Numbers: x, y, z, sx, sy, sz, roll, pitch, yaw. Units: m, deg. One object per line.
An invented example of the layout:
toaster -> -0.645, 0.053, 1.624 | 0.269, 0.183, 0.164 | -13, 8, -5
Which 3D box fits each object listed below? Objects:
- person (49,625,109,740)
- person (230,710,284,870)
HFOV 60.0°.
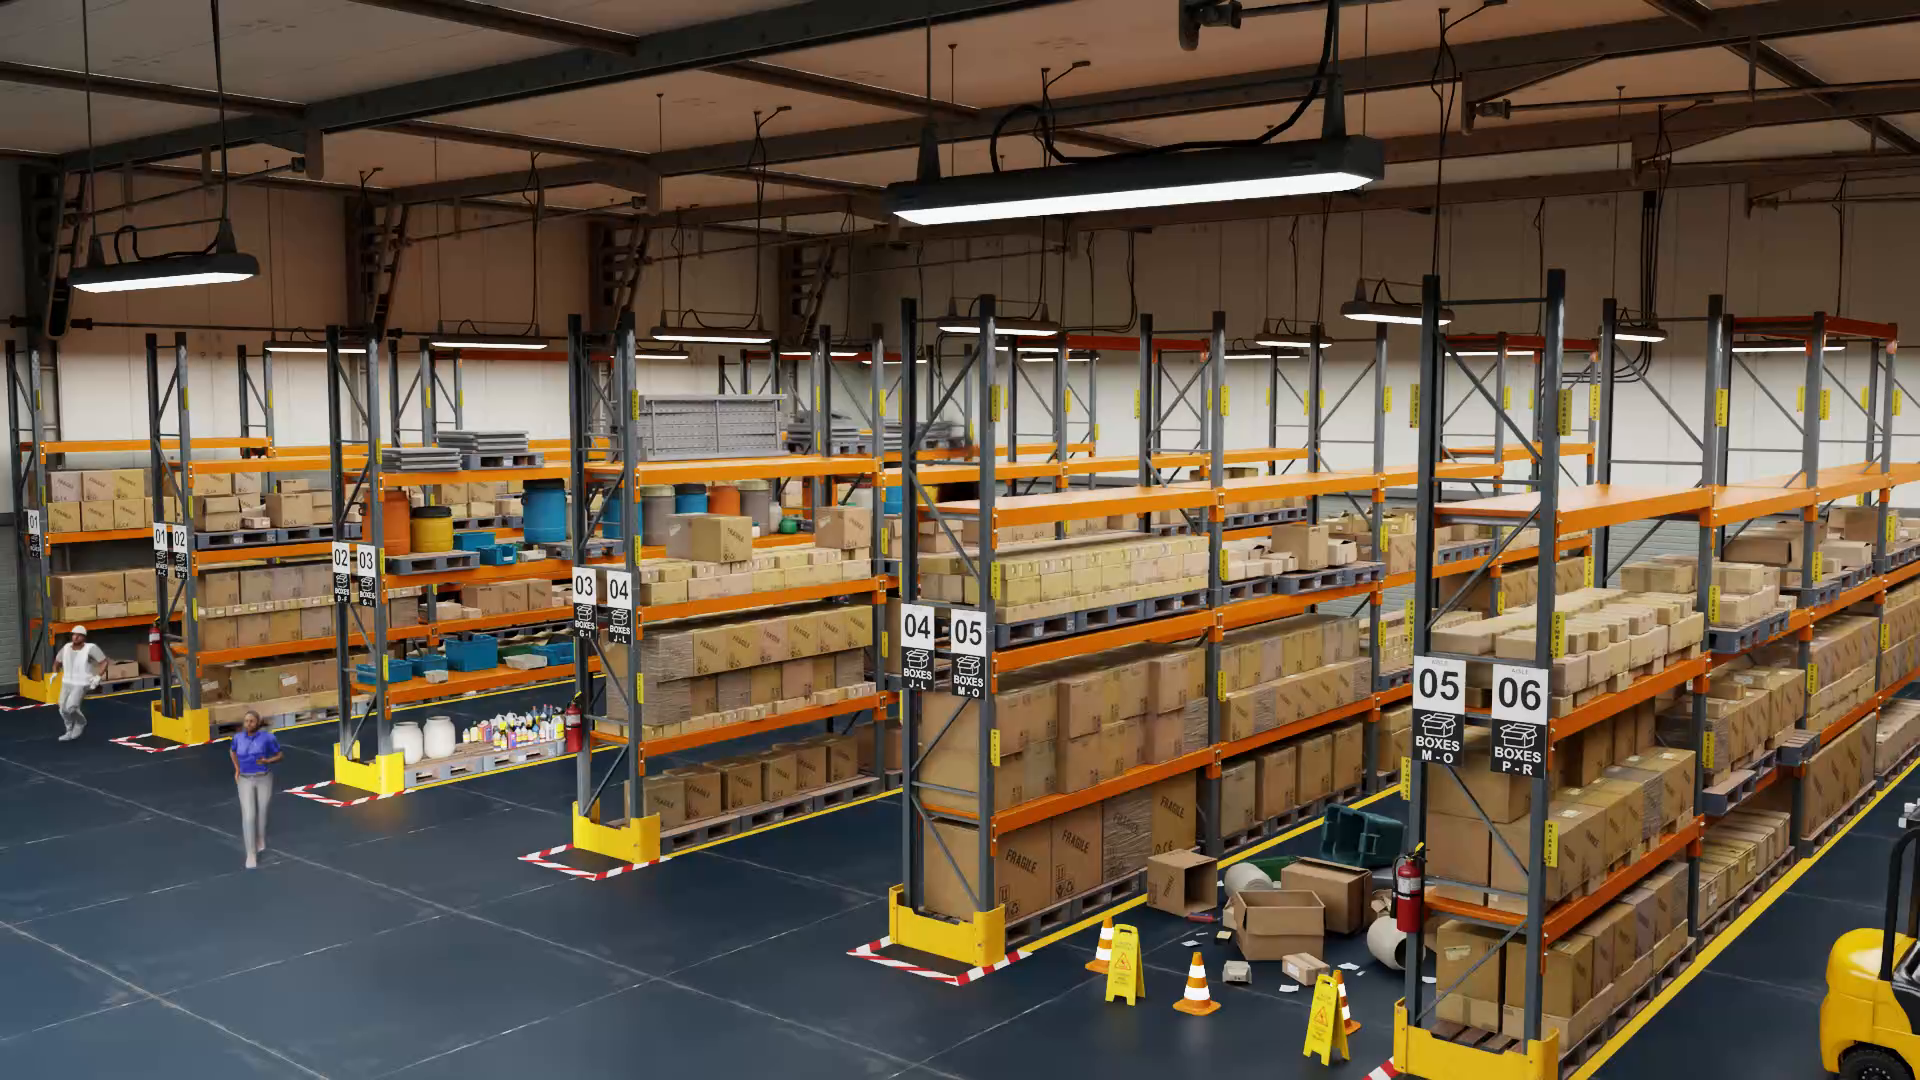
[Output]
person -> -12.970, 2.107, 24.388 | 0.746, 1.716, 0.543 | 1, 5, 7
person -> -7.729, 2.710, 18.303 | 0.555, 1.696, 0.814 | -2, 5, -21
